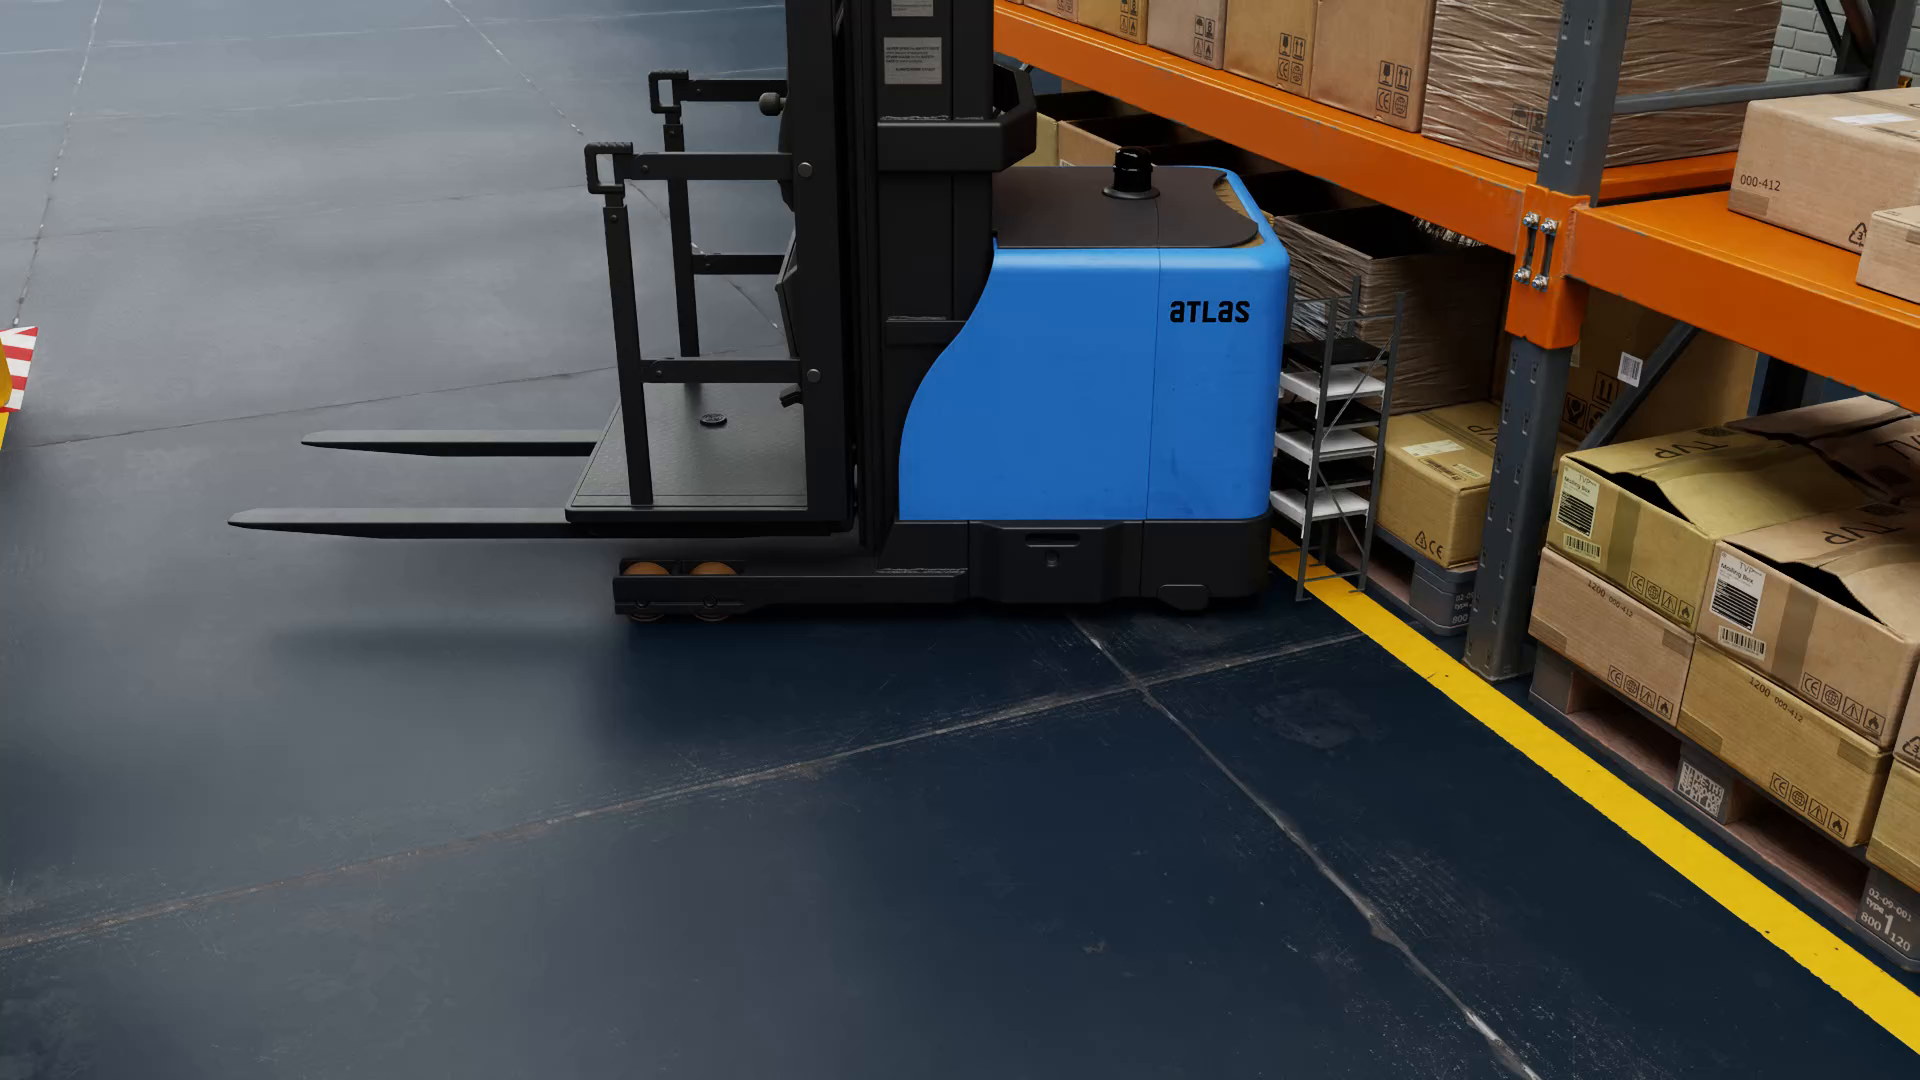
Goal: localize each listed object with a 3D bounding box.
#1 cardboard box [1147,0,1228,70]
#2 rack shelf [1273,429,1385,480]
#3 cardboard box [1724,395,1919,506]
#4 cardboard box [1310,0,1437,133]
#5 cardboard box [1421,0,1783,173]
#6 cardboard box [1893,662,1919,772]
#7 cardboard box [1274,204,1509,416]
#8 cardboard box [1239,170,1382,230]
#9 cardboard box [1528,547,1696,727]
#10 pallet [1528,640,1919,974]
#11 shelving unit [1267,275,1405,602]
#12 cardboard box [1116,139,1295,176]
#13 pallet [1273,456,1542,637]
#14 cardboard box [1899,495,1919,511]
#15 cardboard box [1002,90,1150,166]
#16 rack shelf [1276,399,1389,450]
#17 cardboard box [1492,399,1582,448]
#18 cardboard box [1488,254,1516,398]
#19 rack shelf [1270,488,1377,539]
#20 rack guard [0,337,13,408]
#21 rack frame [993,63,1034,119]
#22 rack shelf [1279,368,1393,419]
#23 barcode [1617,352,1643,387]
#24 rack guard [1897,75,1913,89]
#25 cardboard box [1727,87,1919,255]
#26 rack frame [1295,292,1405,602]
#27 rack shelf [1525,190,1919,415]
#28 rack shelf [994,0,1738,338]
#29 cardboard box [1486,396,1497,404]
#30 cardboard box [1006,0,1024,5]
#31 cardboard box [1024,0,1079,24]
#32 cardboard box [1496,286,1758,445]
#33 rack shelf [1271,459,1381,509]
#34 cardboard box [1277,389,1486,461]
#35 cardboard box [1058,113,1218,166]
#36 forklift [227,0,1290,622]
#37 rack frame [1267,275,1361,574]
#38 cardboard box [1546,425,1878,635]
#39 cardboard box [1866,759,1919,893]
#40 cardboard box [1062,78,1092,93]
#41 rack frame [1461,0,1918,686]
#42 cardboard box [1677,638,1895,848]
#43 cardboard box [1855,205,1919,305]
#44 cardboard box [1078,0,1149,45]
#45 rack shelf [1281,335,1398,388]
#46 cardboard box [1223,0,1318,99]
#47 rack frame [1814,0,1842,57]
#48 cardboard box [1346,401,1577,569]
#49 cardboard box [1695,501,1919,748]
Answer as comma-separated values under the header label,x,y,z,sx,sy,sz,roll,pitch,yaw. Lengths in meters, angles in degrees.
label,x,y,z,sx,sy,sz,roll,pitch,yaw
cardboard box,1.070,-1.914,5.637,0.700,0.500,0.500,-10,28,-19
rack shelf,1.057,-0.257,4.798,0.258,0.077,0.200,-8,25,-22
cardboard box,2.279,-0.160,4.175,0.500,0.311,0.500,-11,28,-21
cardboard box,1.465,-1.504,4.798,0.700,0.500,0.500,-11,28,-21
cardboard box,1.677,-1.292,4.364,0.700,0.500,0.500,-11,28,-22
cardboard box,2.184,0.347,3.137,0.500,0.311,0.500,-12,28,-22
cardboard box,1.289,-0.713,5.092,0.500,0.500,0.500,-11,28,-21
cardboard box,1.090,-0.914,5.504,0.500,0.500,0.500,-11,28,-21
cardboard box,1.787,0.183,4.111,0.500,0.250,0.500,-11,28,-22
pallet,2.181,0.475,4.037,1.003,0.211,1.213,-11,28,-21
shelving unit,1.058,-0.288,4.786,0.258,0.900,0.210,-8,25,-22
cardboard box,0.880,-1.113,5.912,0.500,0.500,0.500,-11,28,-21
pallet,1.584,-0.144,5.305,1.003,0.211,1.213,-11,28,-21
cardboard box,2.489,0.049,3.747,0.500,0.311,0.500,-10,28,-19
cardboard box,0.493,-1.518,6.741,0.500,0.500,0.500,-11,28,-21
rack shelf,1.060,-0.340,4.764,0.258,0.077,0.200,-8,25,-22
cardboard box,1.954,-0.262,5.022,0.500,0.250,0.500,-11,28,-21
cardboard box,1.760,-0.801,5.272,0.500,0.500,0.500,-11,28,-21
rack shelf,1.051,-0.091,4.868,0.258,0.077,0.200,-8,25,-22
rack guard,-4.196,-0.689,6.091,1.175,0.500,0.348,-11,28,-21
rack frame,0.290,-2.684,7.328,1.000,3.000,0.127,-11,28,-21
rack shelf,1.063,-0.423,4.729,0.258,0.077,0.200,-8,25,-22
barcode,1.573,-0.401,3.905,0.001,0.075,0.075,-11,28,-21
rack guard,4.876,-2.383,9.560,1.175,0.500,0.348,-11,28,-21
cardboard box,2.090,-0.811,3.662,0.500,0.250,0.500,-9,27,-17
rack frame,1.098,-0.251,4.700,0.240,0.900,0.006,-8,25,-22
rack shelf,2.640,0.061,2.525,1.077,0.370,4.000,-11,28,-21
rack shelf,1.073,-1.553,5.833,1.077,0.370,4.000,-11,28,-21
cardboard box,1.763,-0.464,5.438,0.500,0.250,0.500,-11,28,-21
cardboard box,0.461,-2.538,6.916,0.700,0.500,0.500,-11,28,-21
cardboard box,0.671,-2.327,6.483,0.700,0.500,0.500,-10,28,-19
cardboard box,1.963,-0.600,4.861,0.500,0.500,0.500,-11,28,-21
rack shelf,1.054,-0.174,4.833,0.258,0.077,0.200,-8,25,-22
cardboard box,1.287,-0.376,5.256,0.500,0.250,0.500,-11,28,-21
cardboard box,0.701,-1.318,6.332,0.500,0.500,0.500,-11,28,-21
forklift,-0.625,-1.316,4.605,3.031,2.935,1.130,0,26,0
rack frame,1.018,-0.325,4.871,0.240,0.900,0.006,-8,25,-22
cardboard box,1.789,-0.065,3.980,0.500,0.311,0.500,-10,28,-20
cardboard box,2.191,0.598,3.261,0.500,0.250,0.500,-11,28,-22
cardboard box,0.774,-1.809,7.336,0.500,0.500,0.500,-11,28,-21
rack frame,1.857,-1.069,4.021,1.000,3.000,0.127,-11,28,-21
cardboard box,1.986,0.390,3.688,0.500,0.250,0.500,-10,28,-19
cardboard box,2.016,-0.563,3.272,0.380,0.149,0.250,-11,28,-21
cardboard box,0.860,-2.126,6.071,0.700,0.500,0.500,-10,28,-20
rack shelf,1.065,-0.506,4.694,0.258,0.077,0.200,-8,25,-22
cardboard box,1.272,-1.707,5.214,0.700,0.500,0.500,-10,28,-20
rack frame,4.847,-3.537,9.075,1.000,3.000,0.127,-11,28,-21
cardboard box,1.474,-0.172,4.839,0.500,0.250,0.500,-11,28,-21
cardboard box,1.980,0.138,3.564,0.500,0.311,0.500,-11,28,-21
